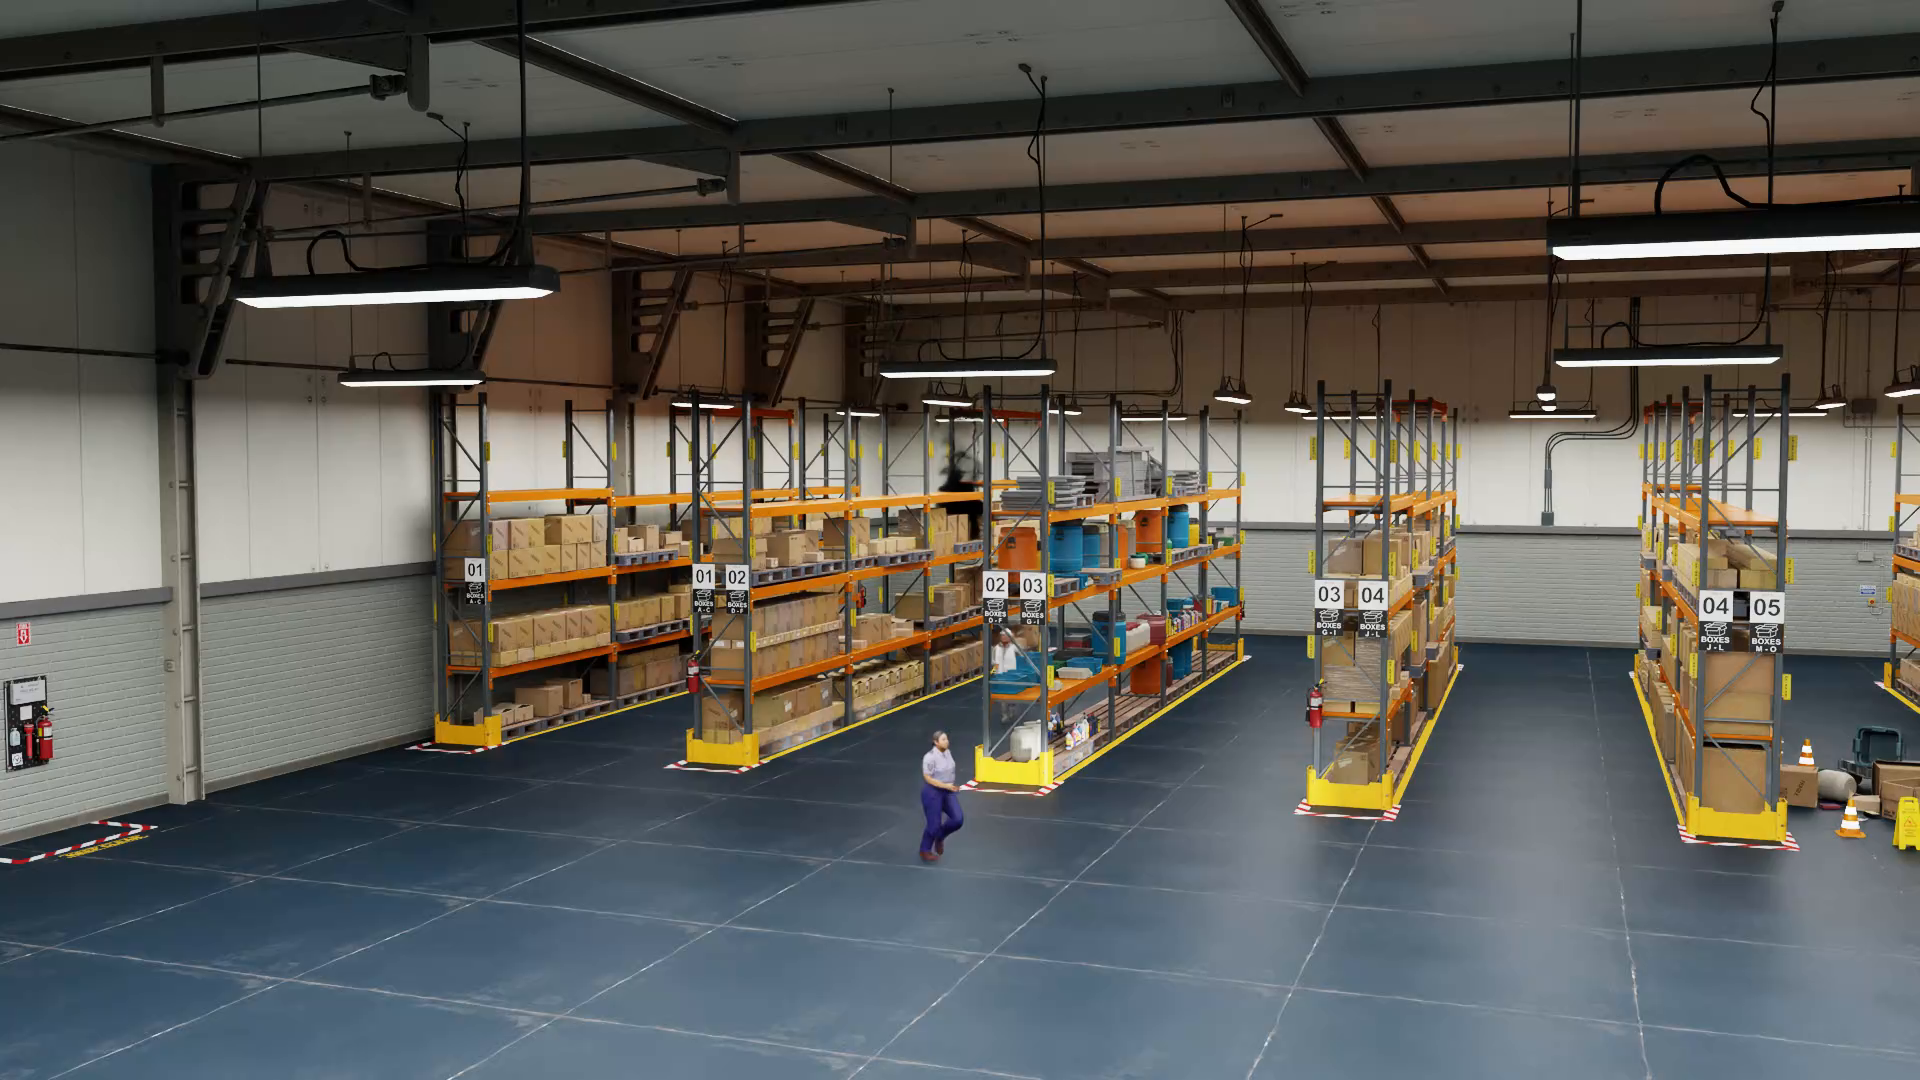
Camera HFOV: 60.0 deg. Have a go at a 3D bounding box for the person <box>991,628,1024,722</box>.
[{"bbox_3d":[0.836,2.497,30.652,0.645,1.732,0.592,1,3,20],"label":"person"}]

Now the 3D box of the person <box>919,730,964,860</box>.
[{"bbox_3d":[-0.220,3.114,20.297,0.657,1.603,0.585,3,4,41],"label":"person"}]
